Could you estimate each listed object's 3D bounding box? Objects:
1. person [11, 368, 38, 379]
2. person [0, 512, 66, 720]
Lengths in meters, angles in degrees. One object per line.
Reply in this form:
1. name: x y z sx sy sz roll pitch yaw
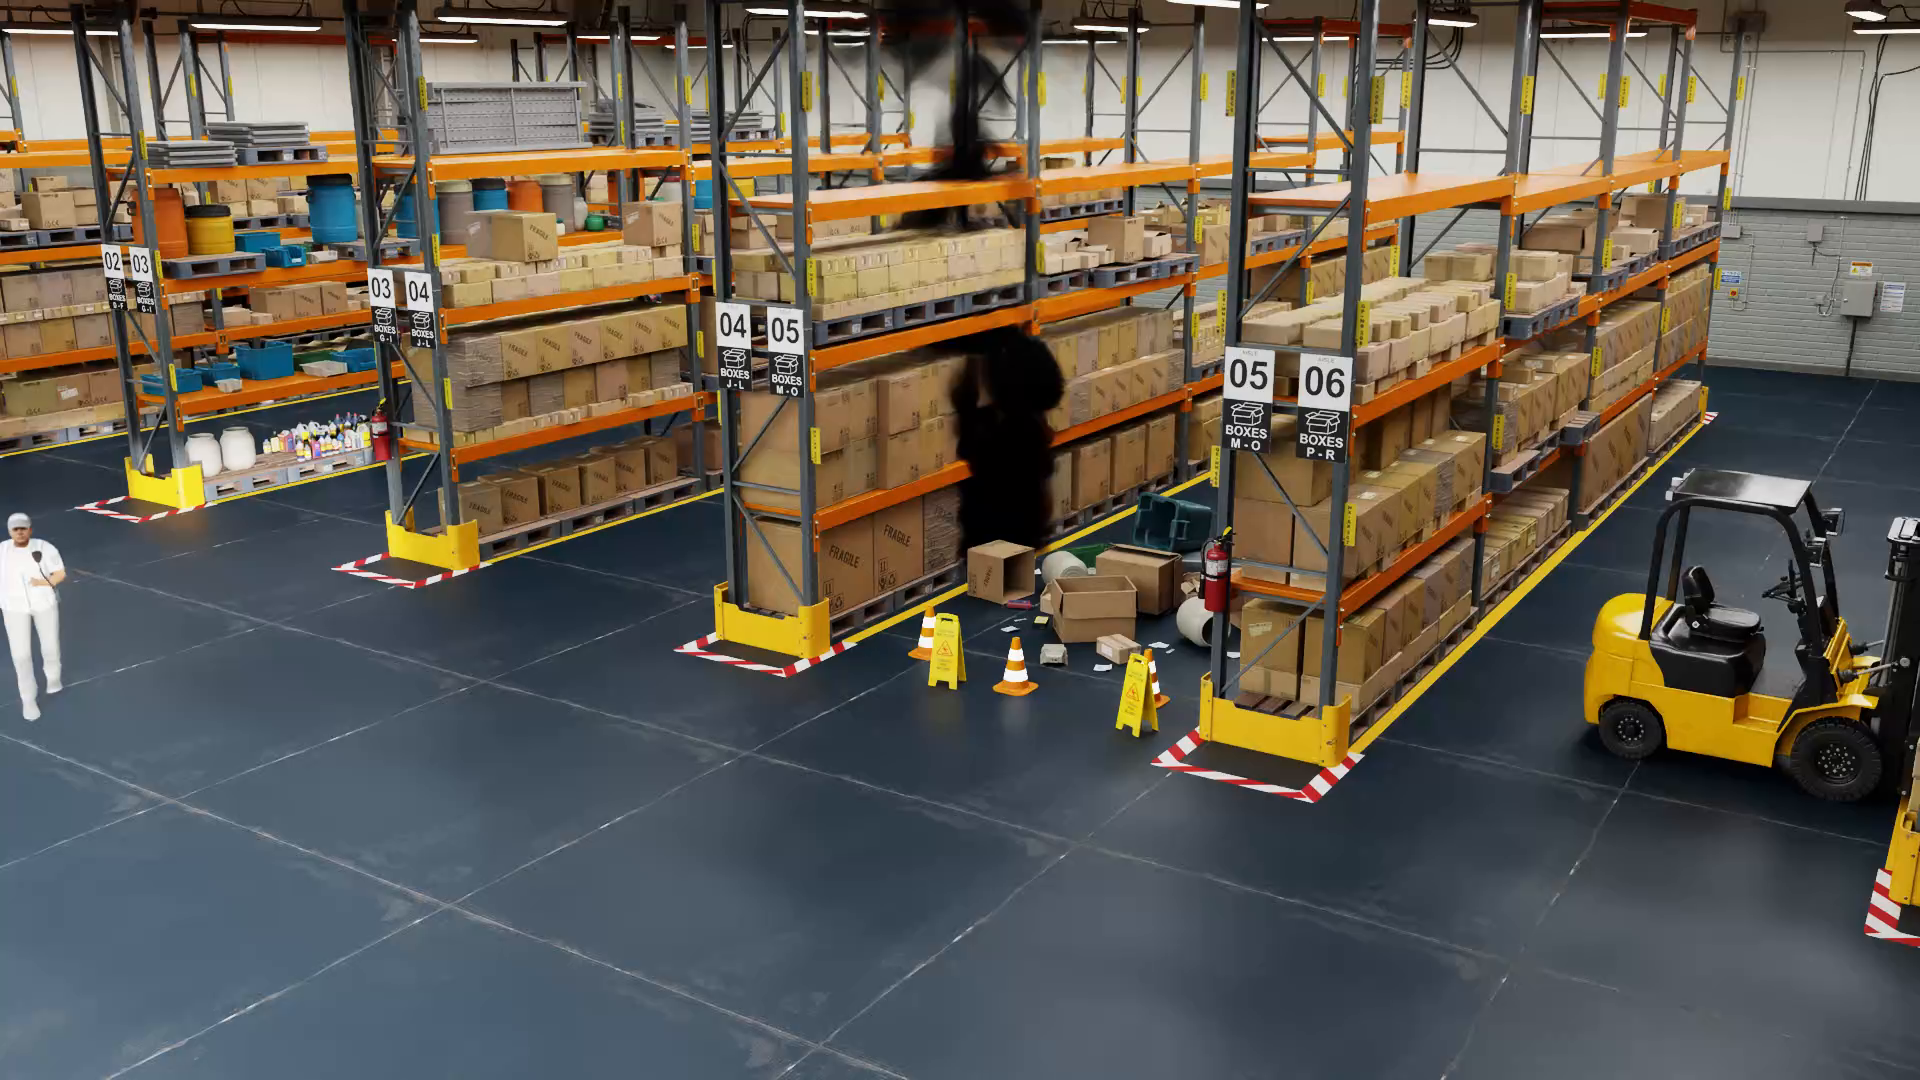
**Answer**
1. person: -14.580 -2.793 26.038 0.673 1.699 0.944 8 18 27
2. person: -7.795 0.609 13.958 0.576 1.732 0.759 -9 18 -29
